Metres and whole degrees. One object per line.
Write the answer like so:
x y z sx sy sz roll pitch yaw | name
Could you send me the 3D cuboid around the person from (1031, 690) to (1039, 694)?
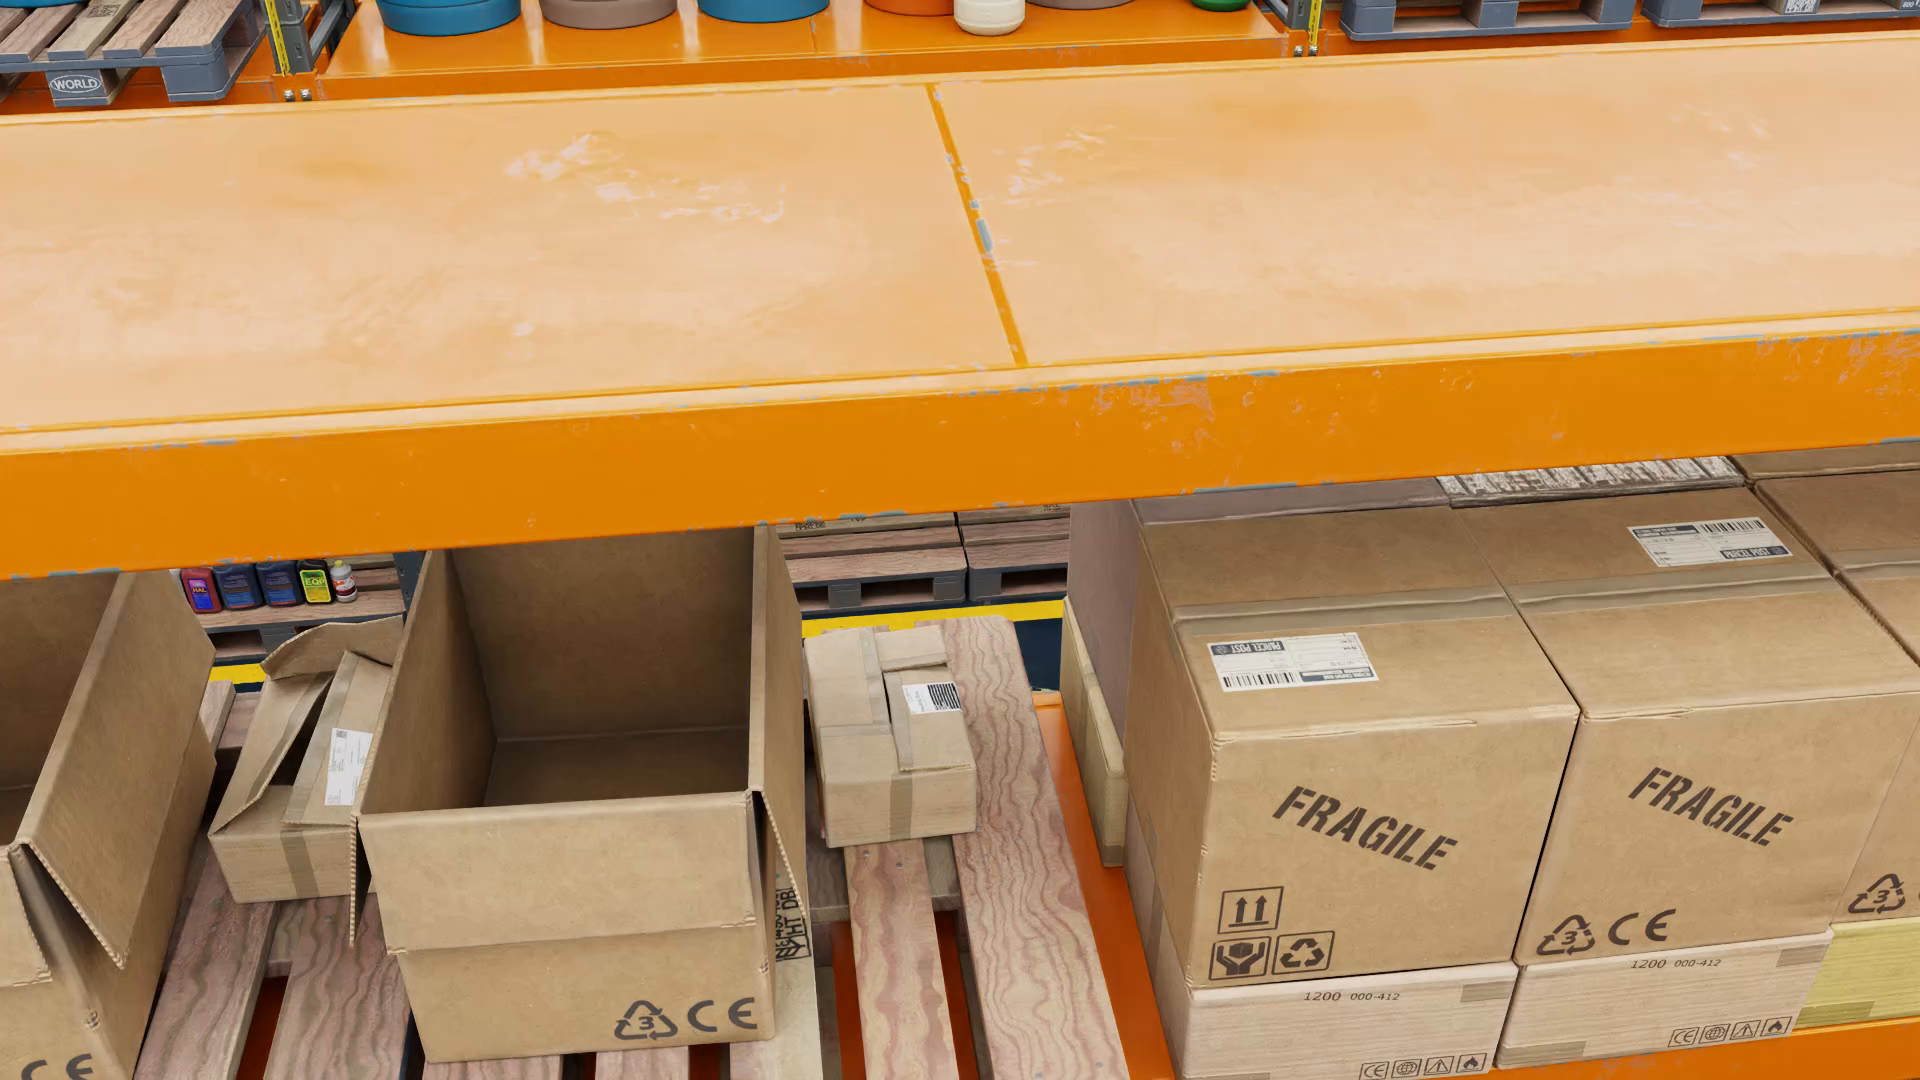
0.263 0.947 6.421 0.502 1.103 0.757 -4 35 -6 | person
